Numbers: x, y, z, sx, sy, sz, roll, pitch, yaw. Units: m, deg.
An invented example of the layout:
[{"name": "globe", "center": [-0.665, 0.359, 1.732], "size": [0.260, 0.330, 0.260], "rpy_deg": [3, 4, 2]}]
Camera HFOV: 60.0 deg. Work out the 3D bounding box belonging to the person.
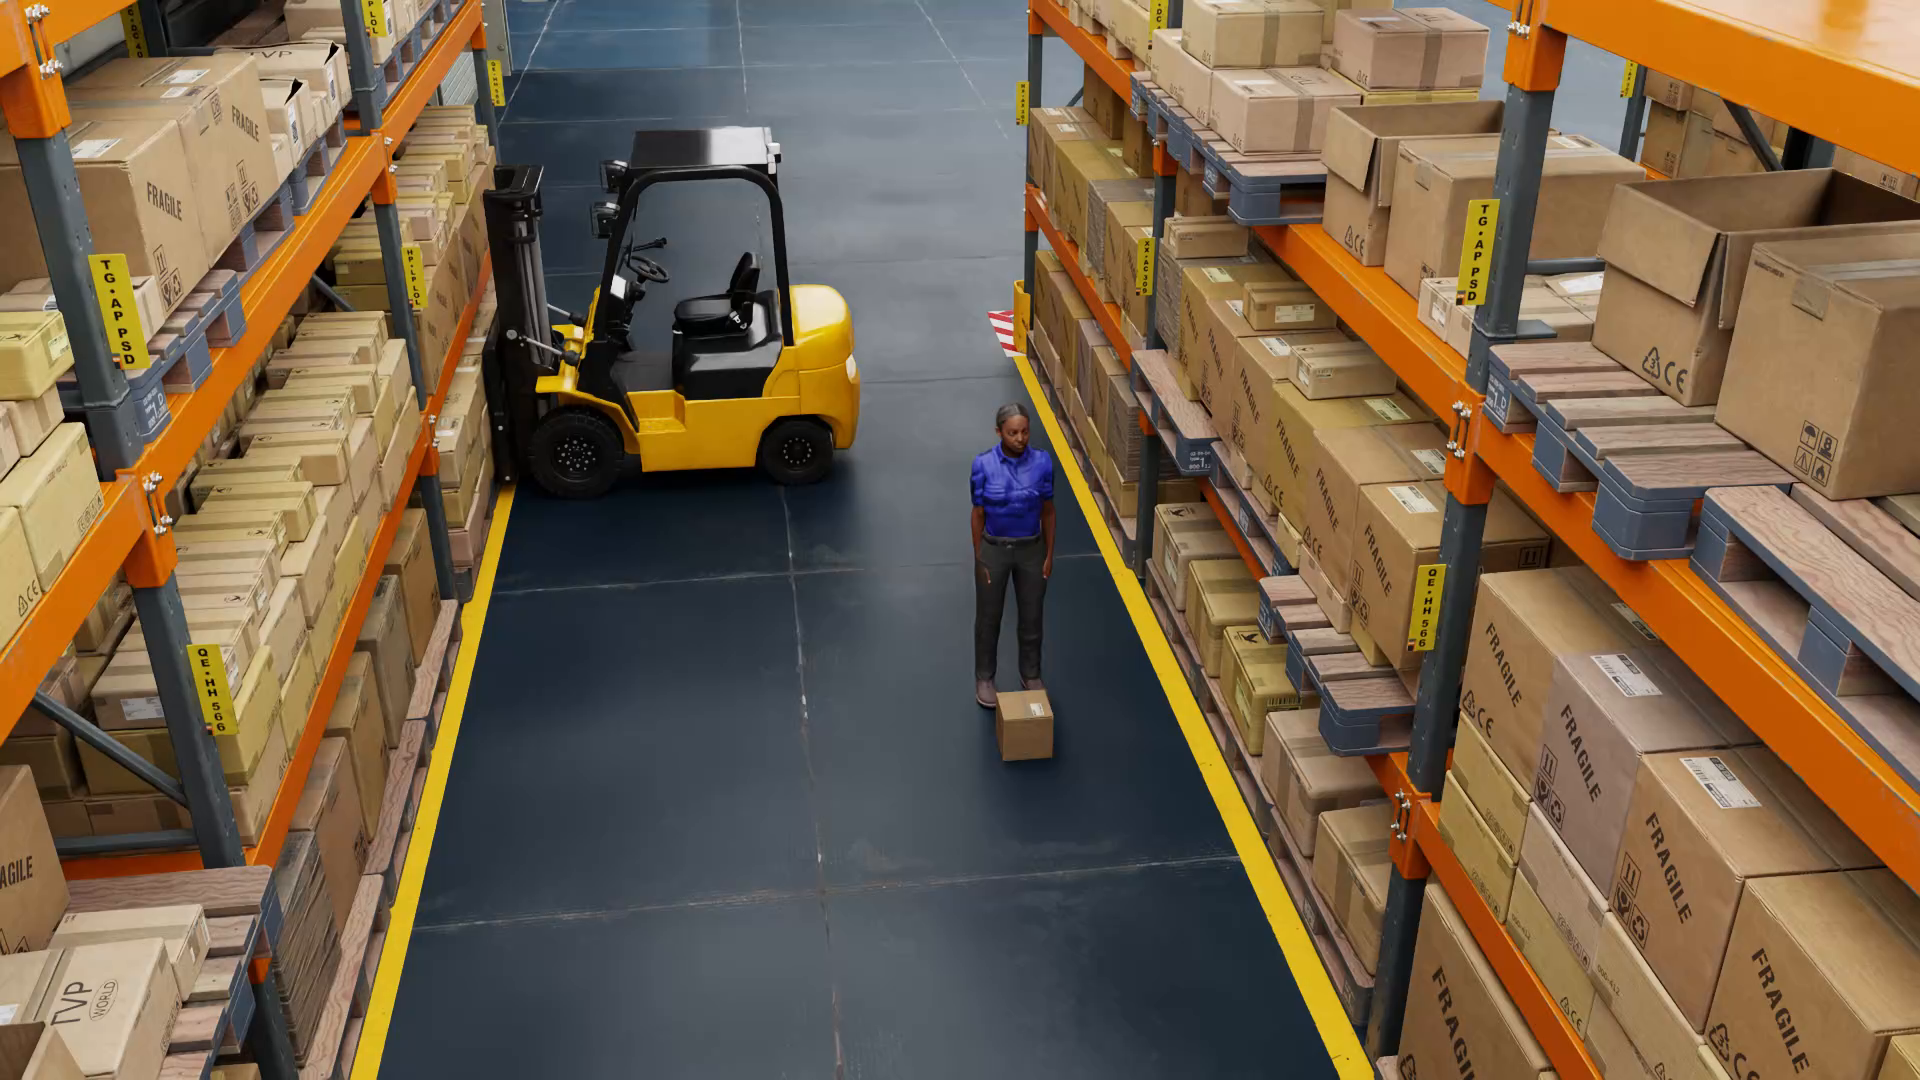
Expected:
[{"name": "person", "center": [0.271, 0.080, 8.468], "size": [0.438, 1.660, 0.307], "rpy_deg": [-3, 27, -6]}]
